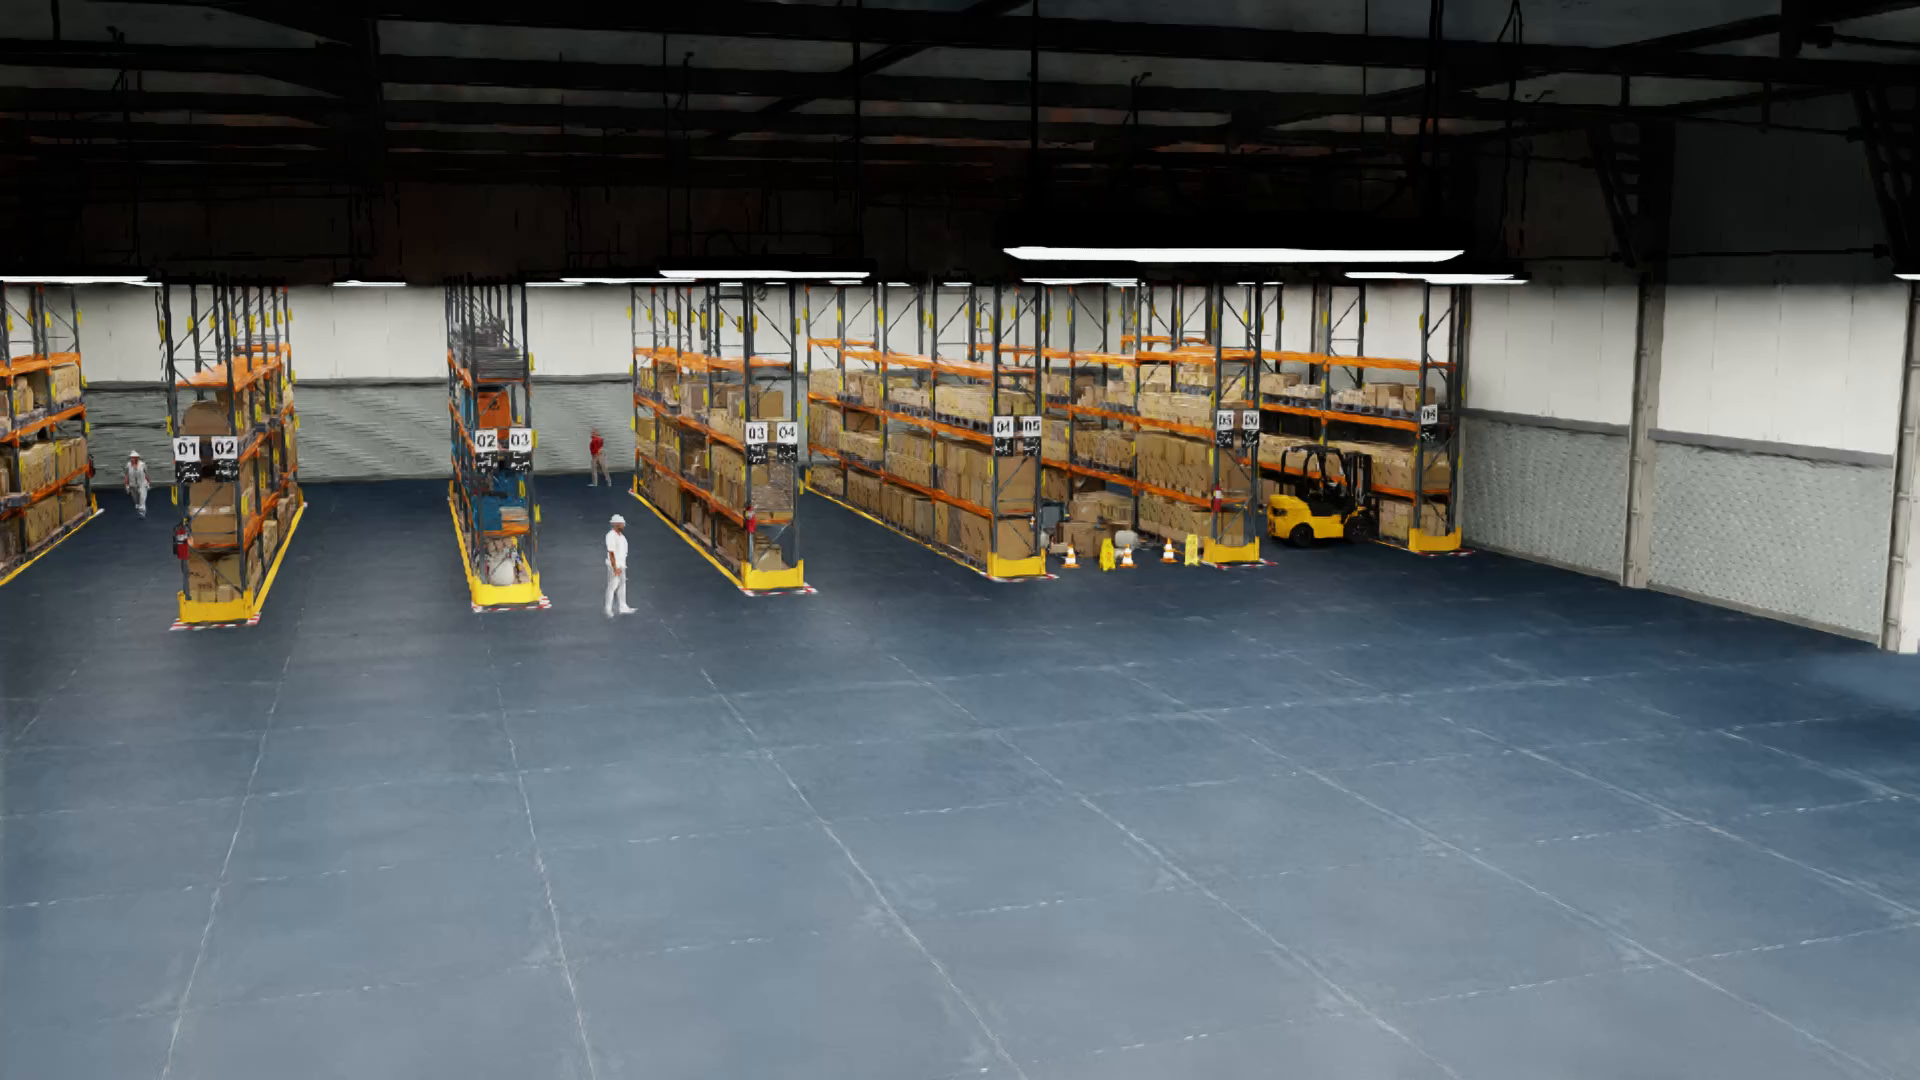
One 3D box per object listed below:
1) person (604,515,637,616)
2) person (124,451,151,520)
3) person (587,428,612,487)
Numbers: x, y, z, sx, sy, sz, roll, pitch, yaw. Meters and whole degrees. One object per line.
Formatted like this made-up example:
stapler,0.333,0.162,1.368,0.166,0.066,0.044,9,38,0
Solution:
person,-6.032,0.439,29.287,0.464,1.771,0.649,1,9,7
person,-20.505,-1.376,41.412,0.543,1.709,1.123,-2,9,-16
person,-10.500,-2.403,48.290,0.561,1.708,0.704,8,12,43
